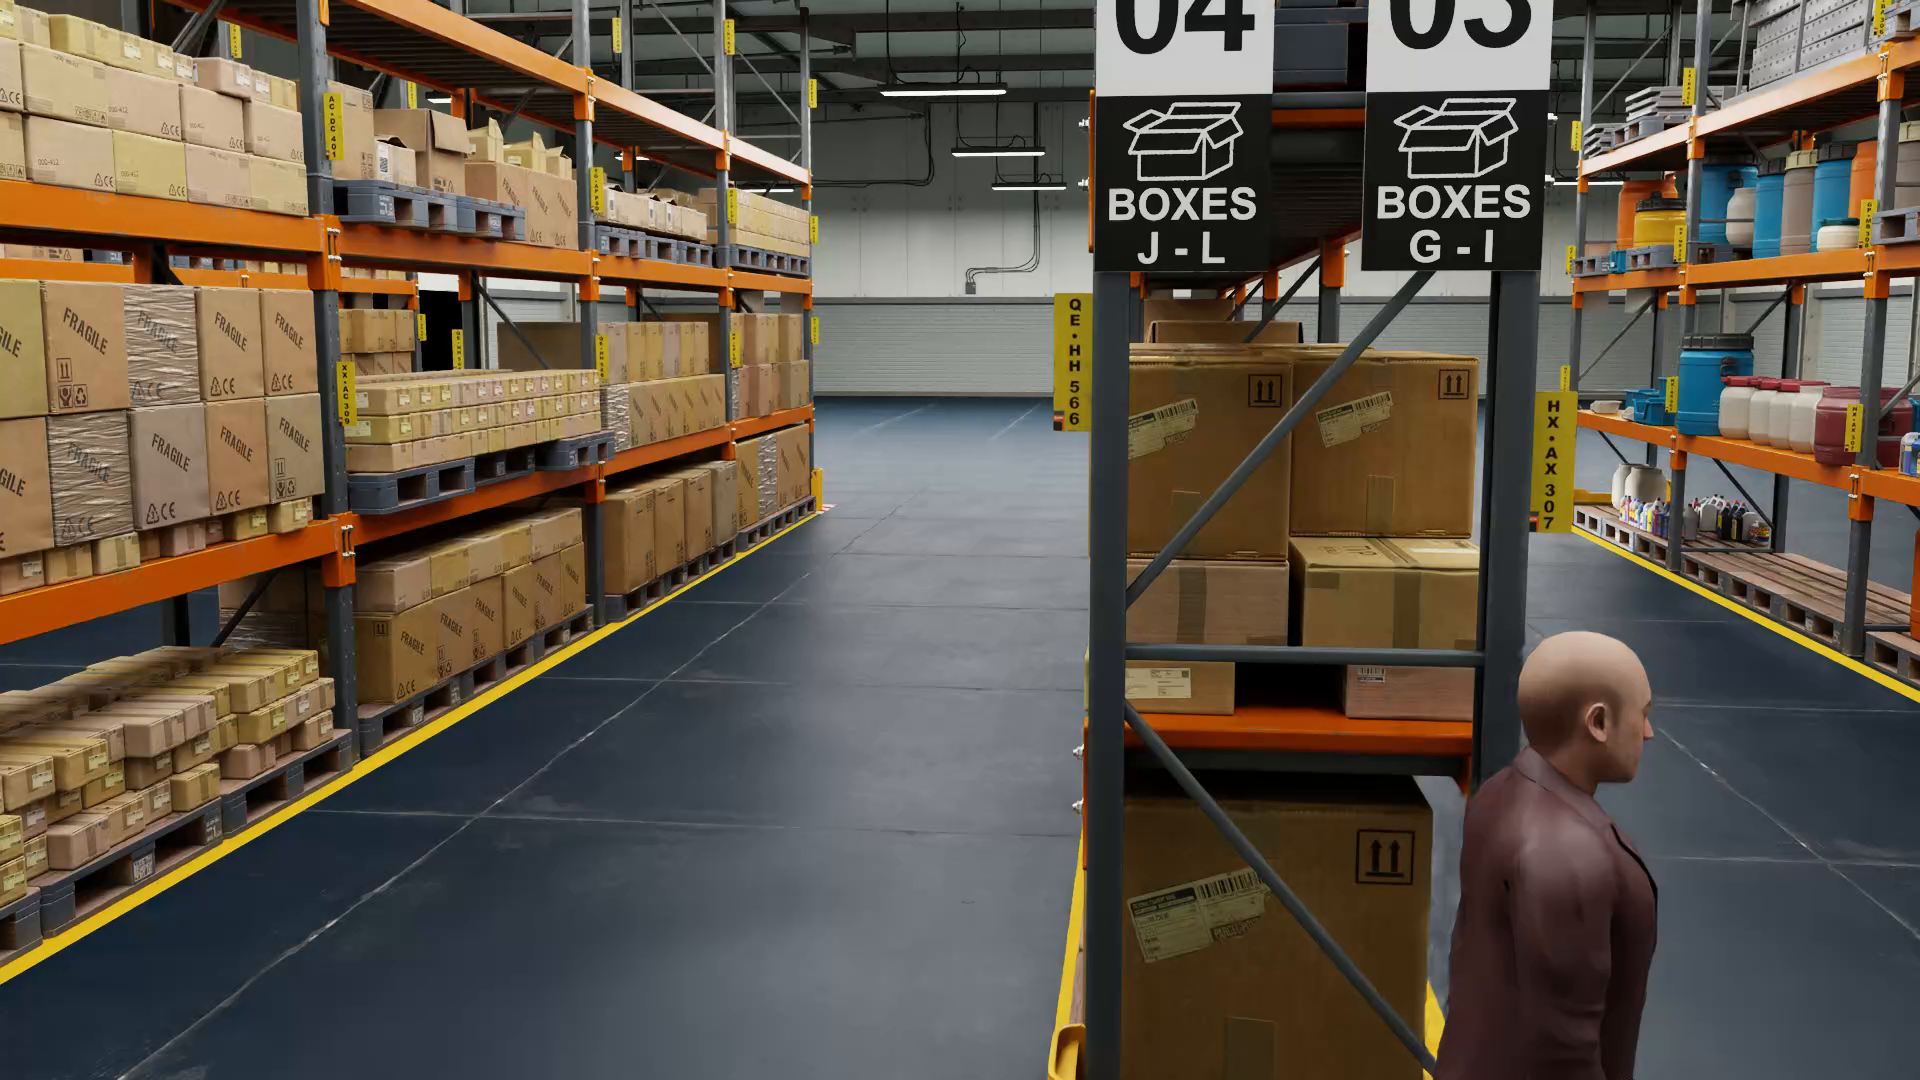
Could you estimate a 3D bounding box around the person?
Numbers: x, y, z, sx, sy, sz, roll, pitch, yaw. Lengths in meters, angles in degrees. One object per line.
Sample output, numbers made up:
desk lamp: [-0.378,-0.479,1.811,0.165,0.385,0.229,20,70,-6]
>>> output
person: [0.905,1.027,2.802,0.732,1.760,0.633,1,8,10]
